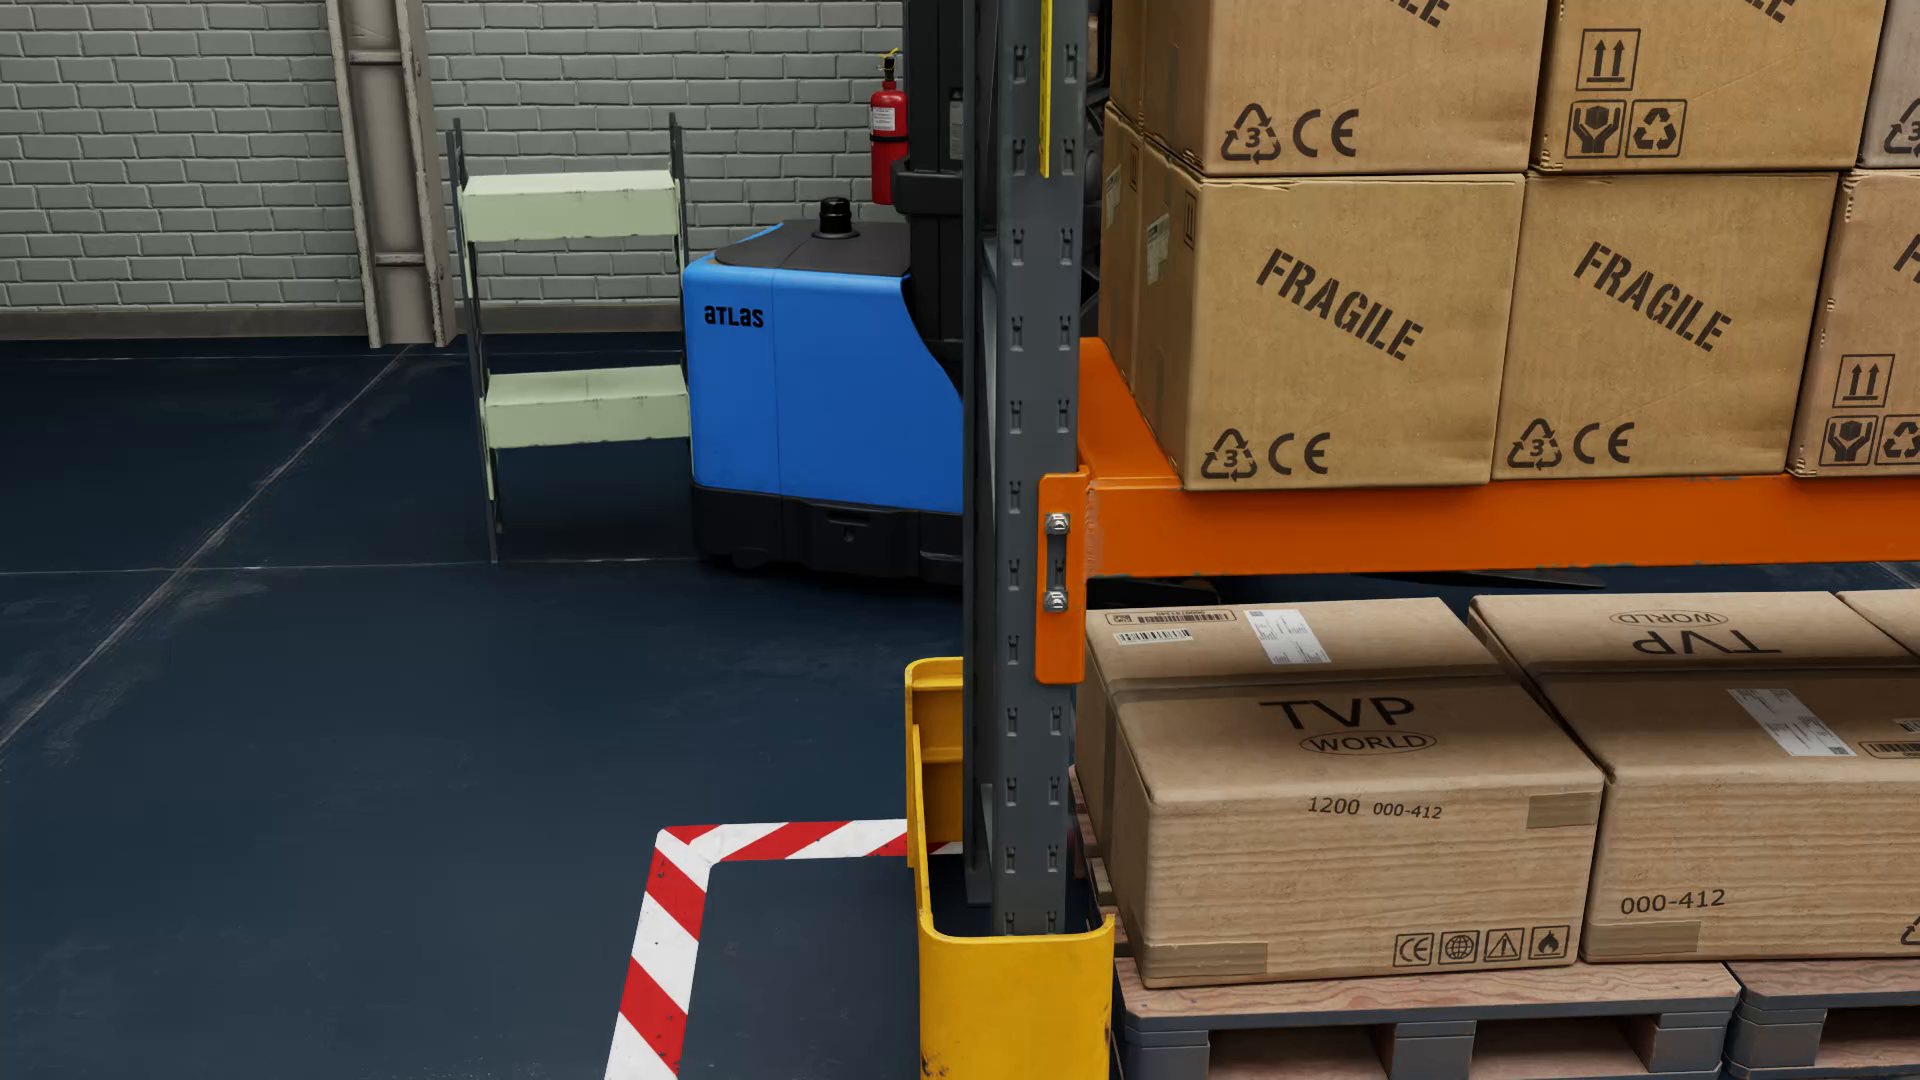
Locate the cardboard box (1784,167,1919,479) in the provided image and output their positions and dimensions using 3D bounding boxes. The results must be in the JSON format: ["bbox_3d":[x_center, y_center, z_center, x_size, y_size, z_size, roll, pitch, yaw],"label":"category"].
[{"bbox_3d":[1.605,-0.426,2.884,0.500,0.500,0.500,-1,21,-3],"label":"cardboard box"}]

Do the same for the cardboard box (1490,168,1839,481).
[{"bbox_3d":[1.096,-0.422,2.874,0.500,0.500,0.500,-1,21,-4],"label":"cardboard box"}]

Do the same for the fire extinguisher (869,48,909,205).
[{"bbox_3d":[-0.310,-1.833,7.353,0.183,0.674,0.296,-1,21,-3],"label":"fire extinguisher"}]

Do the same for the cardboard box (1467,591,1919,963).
[{"bbox_3d":[1.664,0.483,3.647,0.875,0.438,0.875,-1,21,-2],"label":"cardboard box"}]

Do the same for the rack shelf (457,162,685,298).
[{"bbox_3d":[-1.335,-1.079,5.750,0.720,0.370,0.431,-4,21,-11],"label":"rack shelf"}]

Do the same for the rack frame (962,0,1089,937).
[{"bbox_3d":[0.097,-0.448,3.081,0.127,3.000,1.000,-1,21,-3],"label":"rack frame"}]

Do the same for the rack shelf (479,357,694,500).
[{"bbox_3d":[-1.335,-0.409,6.005,0.720,0.370,0.431,-4,21,-11],"label":"rack shelf"}]

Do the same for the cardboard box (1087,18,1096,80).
[{"bbox_3d":[0.782,-2.203,7.486,0.500,0.250,0.500,-1,21,-2],"label":"cardboard box"}]

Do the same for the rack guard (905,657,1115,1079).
[{"bbox_3d":[0.073,0.721,3.524,0.348,0.500,1.175,-1,21,-3],"label":"rack guard"}]

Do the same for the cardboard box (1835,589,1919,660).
[{"bbox_3d":[2.564,0.465,3.694,0.875,0.438,0.875,-2,21,-5],"label":"cardboard box"}]

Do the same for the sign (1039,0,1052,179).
[{"bbox_3d":[0.123,-0.692,2.394,0.005,0.325,0.100,-1,21,-3],"label":"sign"}]

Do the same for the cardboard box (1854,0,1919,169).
[{"bbox_3d":[1.622,-0.896,2.714,0.500,0.500,0.500,-1,21,-3],"label":"cardboard box"}]

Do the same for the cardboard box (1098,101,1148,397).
[{"bbox_3d":[0.564,-0.598,3.336,0.500,0.500,0.500,-1,21,-3],"label":"cardboard box"}]

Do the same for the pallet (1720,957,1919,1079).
[{"bbox_3d":[2.106,0.788,3.755,1.213,0.211,1.003,-1,21,-3],"label":"pallet"}]

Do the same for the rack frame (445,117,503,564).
[{"bbox_3d":[-1.692,-0.687,5.816,0.023,1.500,0.400,-4,21,-11],"label":"rack frame"}]

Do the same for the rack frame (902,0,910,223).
[{"bbox_3d":[-0.190,-2.211,7.712,0.127,3.000,1.000,-1,21,-3],"label":"rack frame"}]

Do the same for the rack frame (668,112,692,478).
[{"bbox_3d":[-0.977,-0.742,5.962,0.023,1.500,0.400,-4,21,-11],"label":"rack frame"}]

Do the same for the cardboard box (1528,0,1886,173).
[{"bbox_3d":[1.108,-0.883,2.679,0.500,0.500,0.500,-2,21,-5],"label":"cardboard box"}]

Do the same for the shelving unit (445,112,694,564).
[{"bbox_3d":[-1.335,-0.714,5.889,0.755,1.500,0.431,-4,21,-11],"label":"shelving unit"}]

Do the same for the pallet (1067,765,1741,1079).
[{"bbox_3d":[0.891,0.812,3.693,1.213,0.211,1.003,-1,21,-3],"label":"pallet"}]

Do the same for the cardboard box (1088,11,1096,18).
[{"bbox_3d":[0.769,-2.393,7.984,0.500,0.250,0.500,-1,21,-3],"label":"cardboard box"}]

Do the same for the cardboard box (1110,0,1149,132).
[{"bbox_3d":[0.565,-1.056,3.133,0.500,0.500,0.500,0,21,-1],"label":"cardboard box"}]

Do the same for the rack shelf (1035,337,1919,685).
[{"bbox_3d":[2.094,-0.152,3.315,4.000,0.370,1.077,-1,21,-3],"label":"rack shelf"}]

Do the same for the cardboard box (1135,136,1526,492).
[{"bbox_3d":[0.593,-0.402,2.821,0.500,0.500,0.500,-1,21,-3],"label":"cardboard box"}]

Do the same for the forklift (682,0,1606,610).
[{"bbox_3d":[0.634,-1.287,5.381,3.031,2.935,1.130,6,22,16],"label":"forklift"}]

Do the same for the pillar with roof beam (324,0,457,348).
[{"bbox_3d":[-2.687,-3.751,3.325,0.400,9.000,9.100,-1,21,-3],"label":"pillar with roof beam"}]

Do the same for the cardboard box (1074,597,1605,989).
[{"bbox_3d":[0.751,0.505,3.590,0.875,0.438,0.875,-2,21,-5],"label":"cardboard box"}]

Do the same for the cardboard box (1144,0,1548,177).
[{"bbox_3d":[0.593,-0.870,2.645,0.500,0.500,0.500,-2,21,-4],"label":"cardboard box"}]
